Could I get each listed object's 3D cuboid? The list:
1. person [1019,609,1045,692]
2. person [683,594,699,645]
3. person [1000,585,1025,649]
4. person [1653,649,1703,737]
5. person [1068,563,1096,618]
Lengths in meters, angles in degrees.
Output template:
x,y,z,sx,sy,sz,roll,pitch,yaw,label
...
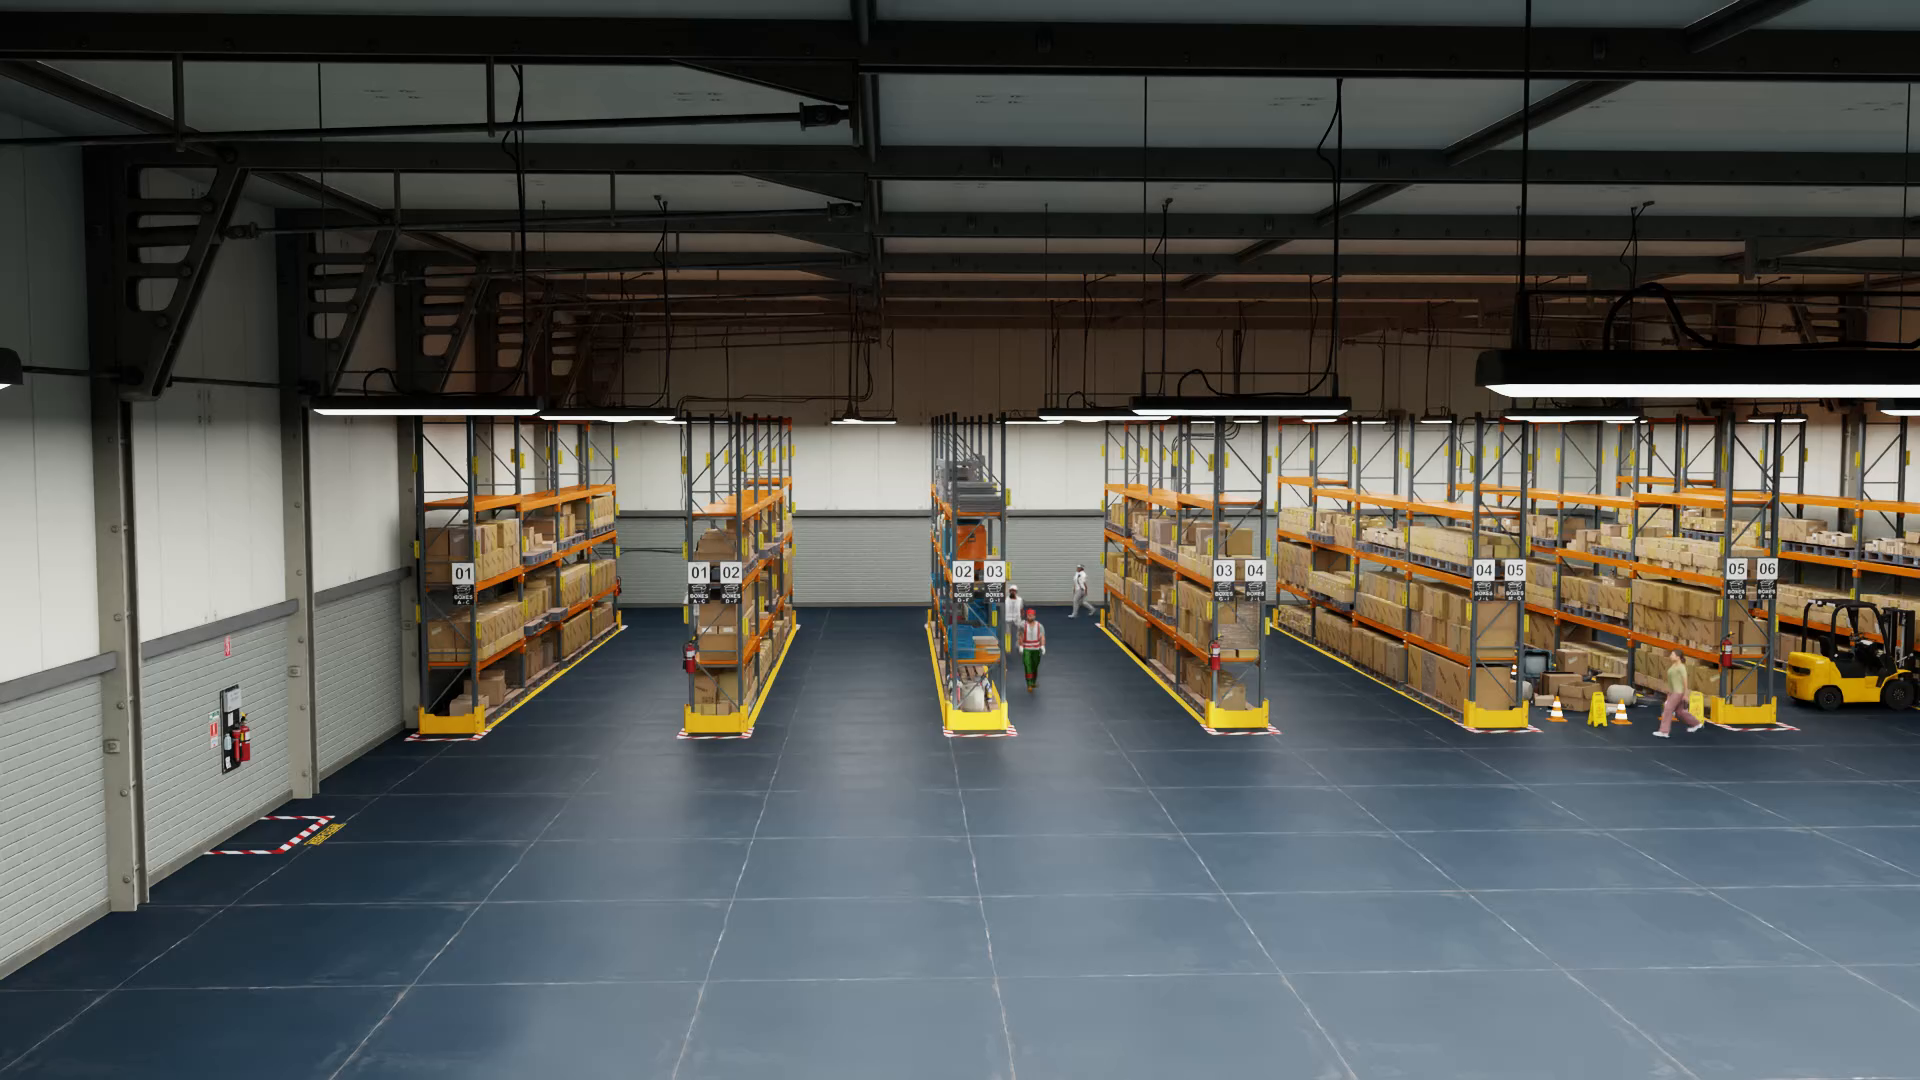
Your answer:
x,y,z,sx,sy,sz,roll,pitch,yaw,label
1.571,2.371,35.955,0.553,1.750,0.955,0,4,-3,person
-6.867,1.932,43.465,0.663,1.669,0.702,0,4,7,person
1.306,1.889,41.041,0.652,1.537,1.102,0,4,-6,person
13.252,2.815,30.630,1.002,1.627,0.448,0,4,-3,person
3.658,1.498,49.802,0.925,1.646,0.458,-1,4,-13,person
